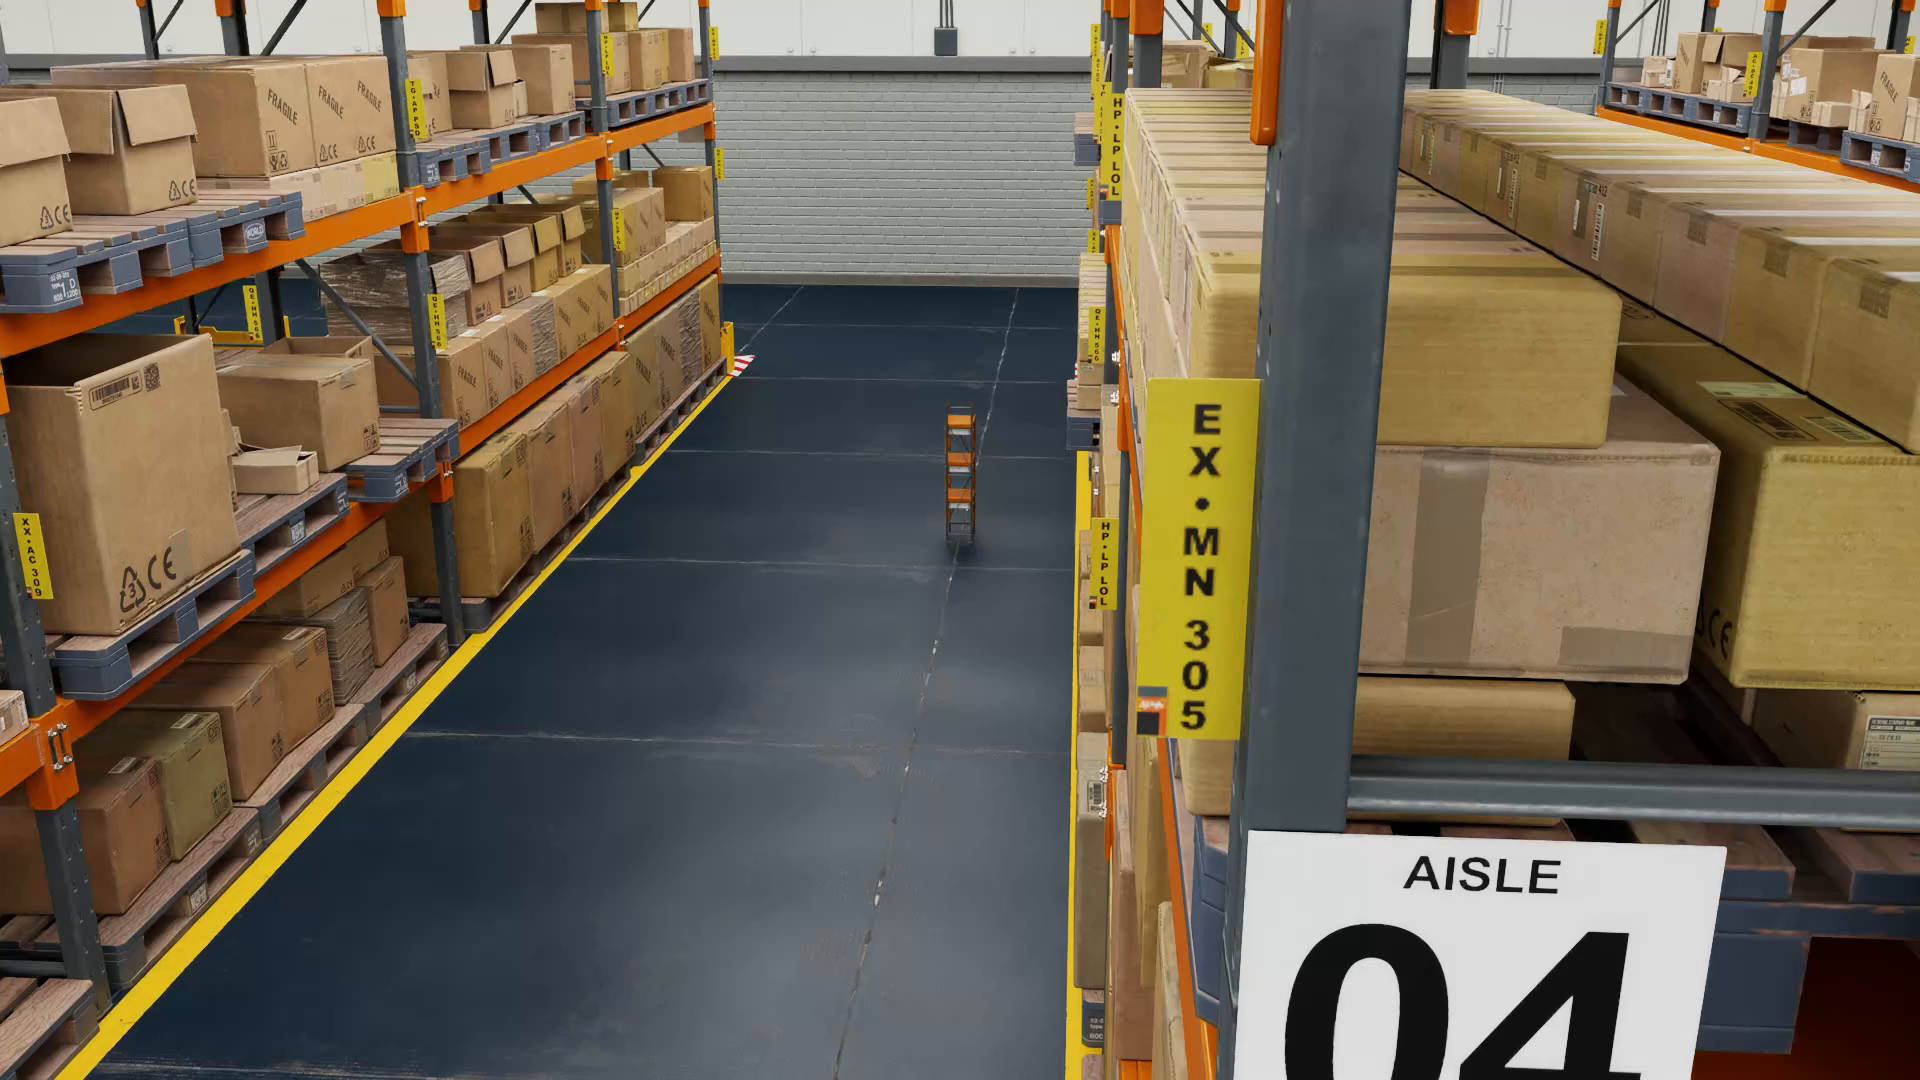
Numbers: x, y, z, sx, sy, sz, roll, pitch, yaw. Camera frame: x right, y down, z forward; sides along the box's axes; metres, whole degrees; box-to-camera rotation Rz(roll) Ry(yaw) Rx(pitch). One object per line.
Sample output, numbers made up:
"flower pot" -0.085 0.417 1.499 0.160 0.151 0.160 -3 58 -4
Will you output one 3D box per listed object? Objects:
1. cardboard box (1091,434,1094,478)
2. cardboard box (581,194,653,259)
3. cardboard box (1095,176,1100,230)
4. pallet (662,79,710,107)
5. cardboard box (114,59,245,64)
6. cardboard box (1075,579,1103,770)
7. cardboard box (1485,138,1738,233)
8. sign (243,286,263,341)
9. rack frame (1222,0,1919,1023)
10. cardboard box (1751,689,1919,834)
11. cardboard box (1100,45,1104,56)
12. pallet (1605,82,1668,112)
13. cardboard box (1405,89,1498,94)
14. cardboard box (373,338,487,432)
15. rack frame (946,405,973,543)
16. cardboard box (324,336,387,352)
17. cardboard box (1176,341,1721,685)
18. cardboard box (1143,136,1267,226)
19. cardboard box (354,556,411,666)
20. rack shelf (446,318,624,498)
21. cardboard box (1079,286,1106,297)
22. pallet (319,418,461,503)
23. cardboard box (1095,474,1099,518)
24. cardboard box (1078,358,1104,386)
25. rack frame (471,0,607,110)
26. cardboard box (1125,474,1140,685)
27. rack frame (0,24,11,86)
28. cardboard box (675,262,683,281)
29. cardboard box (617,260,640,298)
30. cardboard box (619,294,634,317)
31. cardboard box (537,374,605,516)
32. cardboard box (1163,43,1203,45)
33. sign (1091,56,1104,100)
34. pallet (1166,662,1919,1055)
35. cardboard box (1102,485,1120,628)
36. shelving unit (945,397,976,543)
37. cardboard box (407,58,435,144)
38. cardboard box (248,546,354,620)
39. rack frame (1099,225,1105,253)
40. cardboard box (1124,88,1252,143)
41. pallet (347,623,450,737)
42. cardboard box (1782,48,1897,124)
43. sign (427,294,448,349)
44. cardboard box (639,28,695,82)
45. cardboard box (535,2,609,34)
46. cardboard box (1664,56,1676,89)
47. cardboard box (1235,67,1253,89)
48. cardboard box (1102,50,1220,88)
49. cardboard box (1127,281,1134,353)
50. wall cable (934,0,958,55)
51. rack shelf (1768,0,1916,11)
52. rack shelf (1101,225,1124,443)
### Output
"cardboard box" 1.289 -0.669 12.987 0.500 0.500 0.500 2 18 6
"cardboard box" -3.002 -2.745 14.543 0.500 0.500 0.500 1 18 4
"cardboard box" 1.370 -2.697 13.592 0.500 0.500 0.500 1 18 2
"pallet" -3.090 -4.418 16.414 1.003 0.211 1.213 1 18 4
"cardboard box" -3.951 -2.193 8.519 0.500 0.500 0.500 1 18 4
"cardboard box" 1.127 0.690 8.439 1.050 0.750 0.750 2 18 5
"cardboard box" 1.198 -0.657 3.081 0.380 0.149 0.250 2 18 5
"sign" -4.174 -1.342 9.843 0.100 0.325 0.005 1 18 4
"rack frame" 0.746 -1.005 1.038 1.000 3.000 0.127 1 18 4
"cardboard box" 1.090 0.194 1.766 0.380 0.149 0.250 1 18 4
"cardboard box" 1.421 -4.247 14.546 0.380 0.149 0.250 1 18 3
"pallet" 6.795 -4.197 15.739 1.003 0.211 1.213 1 18 4
"cardboard box" 1.324 -1.208 4.762 0.380 0.149 0.250 1 18 3
"cardboard box" -3.314 -0.973 10.415 0.500 0.500 0.500 2 18 6
"rack frame" -0.005 -0.478 12.195 0.200 1.050 0.008 1 18 4
"cardboard box" -3.832 -0.987 10.457 0.500 0.500 0.500 2 18 6
"cardboard box" 0.502 -0.055 1.884 0.500 0.250 0.500 2 18 5
"cardboard box" 0.541 -0.672 3.127 0.380 0.149 0.250 1 18 4
"cardboard box" -3.649 0.407 9.672 0.700 0.500 0.500 0 18 1
"rack shelf" -3.477 -1.060 11.996 1.077 0.370 4.000 1 18 4
"cardboard box" 1.012 -1.646 11.403 0.380 0.149 0.250 2 18 6
"pallet" -3.565 -0.466 9.335 1.213 0.211 1.003 1 18 4
"cardboard box" 1.107 -0.225 10.428 0.500 0.250 0.500 1 18 3
"cardboard box" 0.901 -1.024 9.981 0.380 0.149 0.250 2 18 5
"rack frame" -3.334 -4.874 12.845 1.000 3.000 0.127 1 18 4
"cardboard box" 0.972 0.133 5.224 0.875 0.550 0.550 1 18 4
"rack frame" -8.274 -4.984 13.183 1.000 3.000 0.127 1 18 4
"cardboard box" -2.854 -2.553 15.801 0.380 0.149 0.250 2 18 5
"cardboard box" -3.039 -2.233 14.184 0.500 0.250 0.500 1 18 3
"cardboard box" -2.981 -1.988 14.076 0.380 0.149 0.250 1 18 4
"cardboard box" -3.423 -0.736 12.590 1.225 0.875 0.875 1 18 2
"cardboard box" 2.040 -4.479 15.254 0.380 0.149 0.250 1 18 3
"sign" 1.064 -3.562 12.828 0.100 0.325 0.005 1 18 4
"pallet" 0.789 0.232 2.222 1.003 0.211 1.213 1 18 4
"cardboard box" 0.876 0.074 7.218 0.500 0.500 0.500 1 18 4
"shelving unit" 0.004 -0.516 12.310 0.215 1.050 0.252 1 18 4
"cardboard box" -3.649 -2.646 10.023 0.797 0.503 0.637 2 18 7
"cardboard box" -3.667 0.216 9.052 0.500 0.250 0.500 3 18 10
"rack frame" 1.606 -1.881 13.346 1.000 3.000 0.127 1 18 4
"cardboard box" 0.667 -1.223 4.808 0.380 0.149 0.250 1 18 4
"pallet" -3.678 0.787 9.682 1.003 0.211 1.213 1 18 4
"cardboard box" 6.198 -3.207 11.741 0.500 0.500 0.500 1 18 3
"sign" -3.079 -1.284 9.792 0.100 0.325 0.005 1 18 4
"cardboard box" -3.031 -4.823 16.511 0.700 0.500 0.500 0 18 1
"cardboard box" -3.260 -4.391 13.990 0.500 0.250 0.500 0 18 0
"cardboard box" 6.680 -4.210 14.946 0.500 0.311 0.500 2 18 5
"cardboard box" 1.474 -1.812 7.324 0.500 0.500 0.500 1 18 4
"cardboard box" 1.364 -3.078 11.342 0.797 0.503 0.637 1 18 3
"cardboard box" 0.596 -0.528 3.968 0.380 0.149 0.250 1 18 3
"wall cable" 0.796 -9.324 21.261 2.277 5.999 0.120 1 18 4
"rack shelf" 6.407 -3.500 10.449 1.077 0.370 4.000 1 18 4
"rack shelf" 1.176 -1.101 7.304 1.077 0.370 4.000 1 18 4
